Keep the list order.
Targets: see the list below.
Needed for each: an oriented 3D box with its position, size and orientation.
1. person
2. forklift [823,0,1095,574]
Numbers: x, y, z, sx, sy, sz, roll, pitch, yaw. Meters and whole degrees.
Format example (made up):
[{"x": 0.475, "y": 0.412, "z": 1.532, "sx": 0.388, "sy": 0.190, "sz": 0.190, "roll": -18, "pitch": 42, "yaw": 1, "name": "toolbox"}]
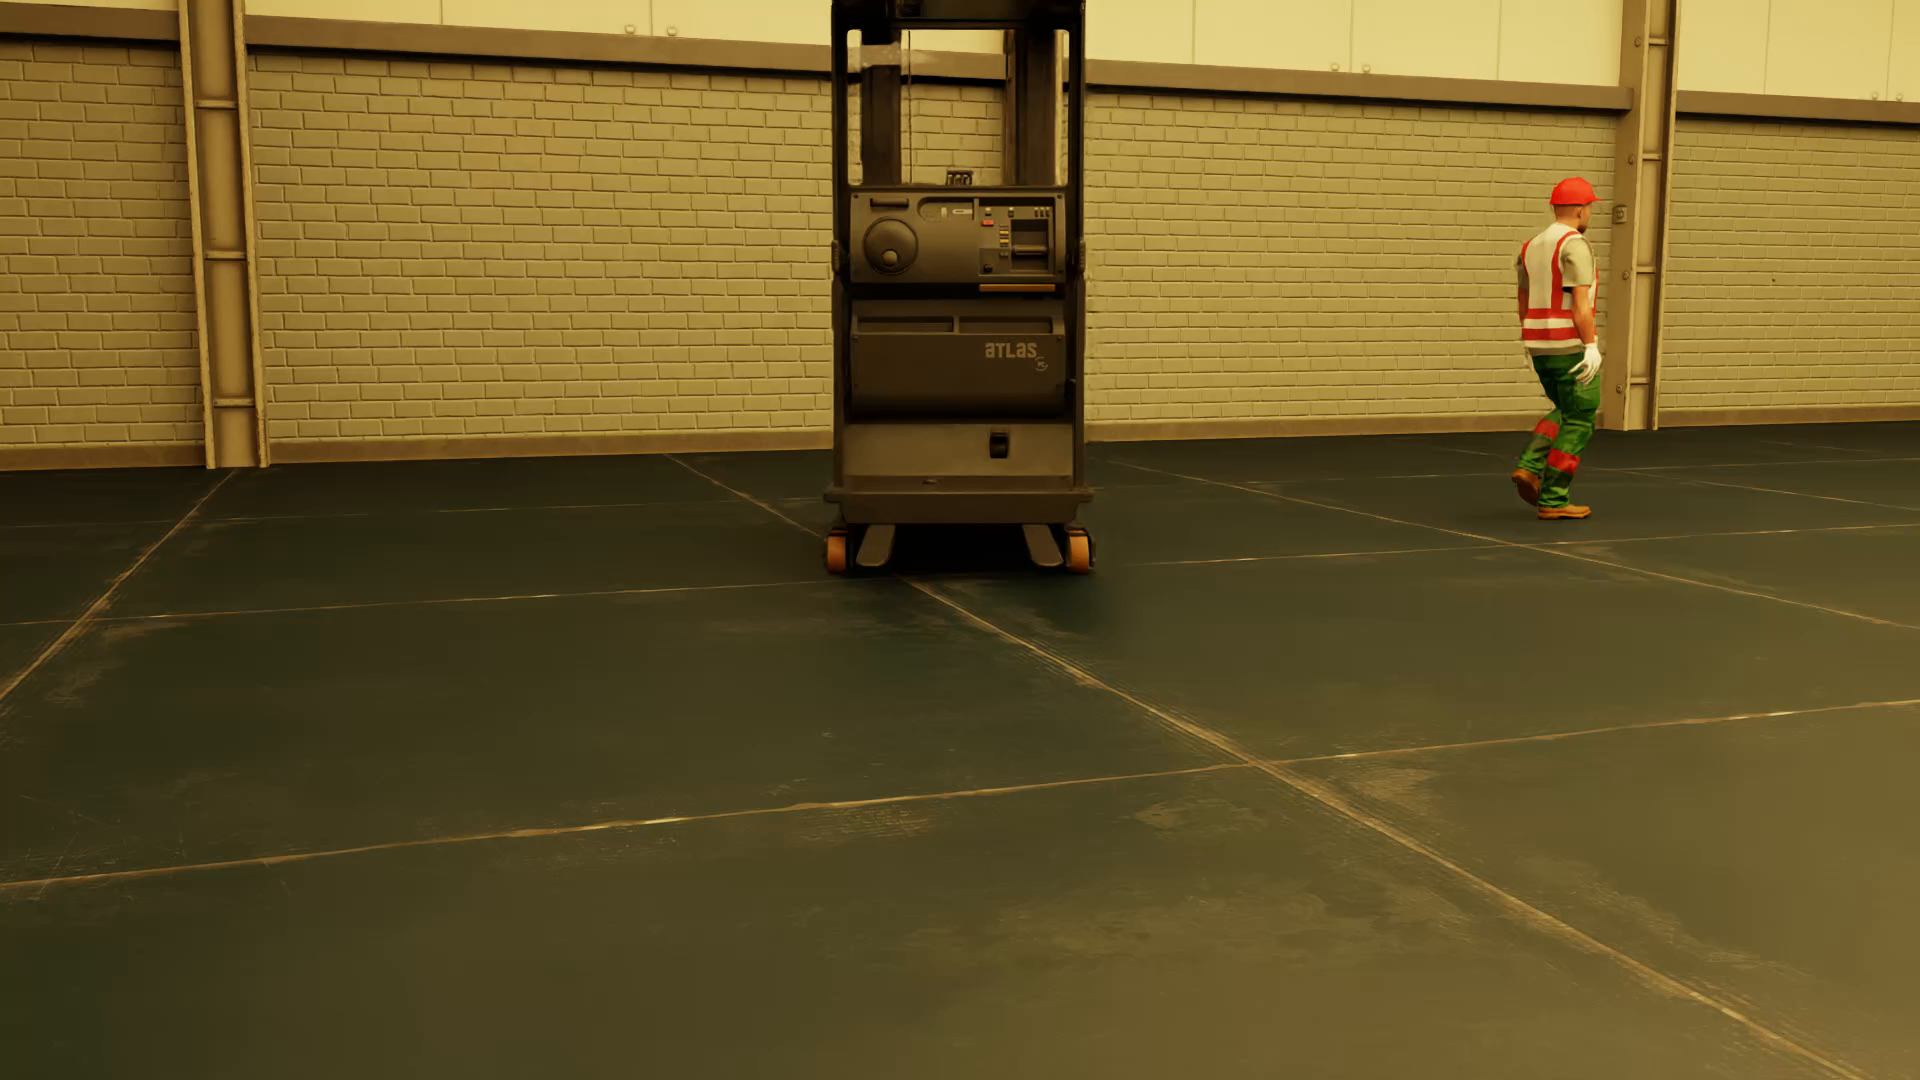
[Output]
[{"x": 3.202, "y": -1.002, "z": 8.739, "sx": 0.463, "sy": 1.767, "sz": 0.704, "roll": -2, "pitch": 8, "yaw": -17, "name": "person"}, {"x": -0.007, "y": -1.350, "z": 6.973, "sx": 1.130, "sy": 2.935, "sz": 3.031, "roll": 0, "pitch": 8, "yaw": 0, "name": "forklift"}]
